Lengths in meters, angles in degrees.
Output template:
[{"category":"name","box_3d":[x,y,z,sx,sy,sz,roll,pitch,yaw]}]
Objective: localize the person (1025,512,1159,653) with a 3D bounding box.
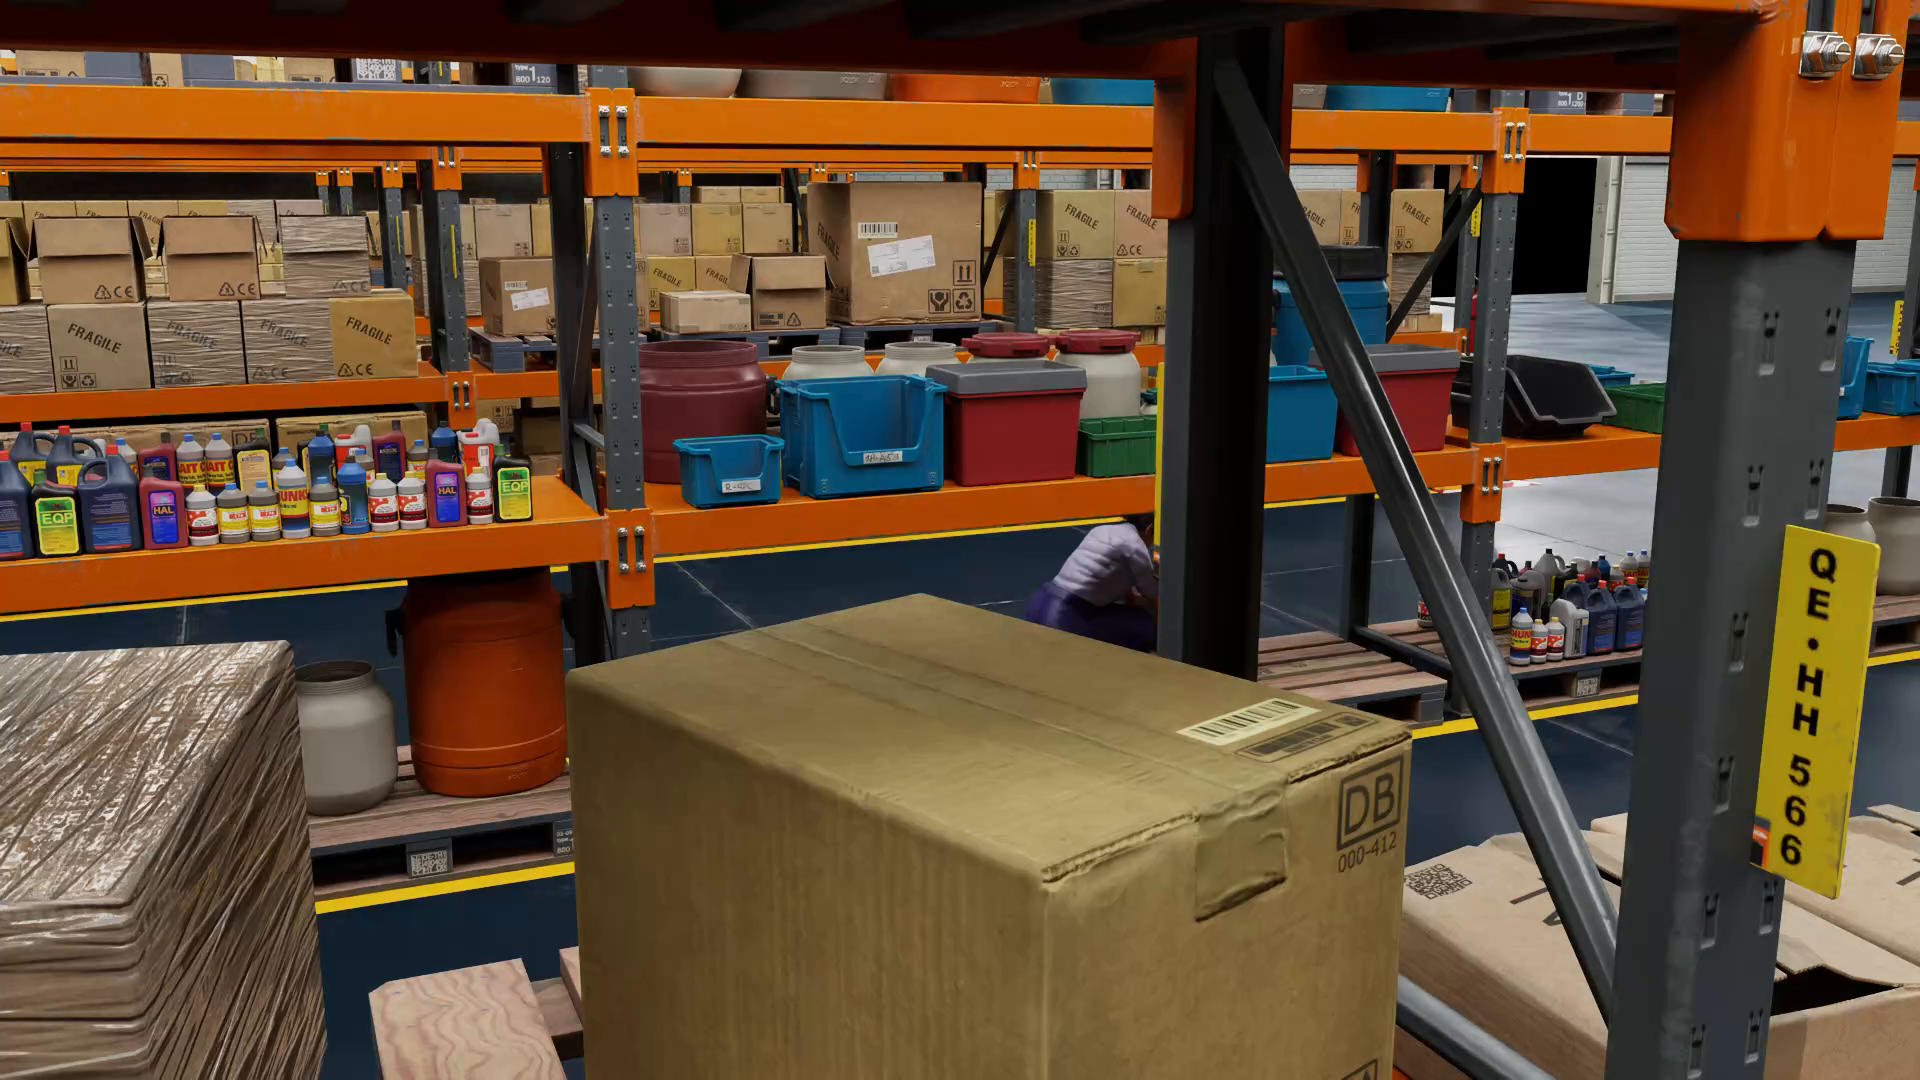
[{"category":"person","box_3d":[0.741,0.304,8.306,0.843,0.942,0.508,-5,13,-24]}]
